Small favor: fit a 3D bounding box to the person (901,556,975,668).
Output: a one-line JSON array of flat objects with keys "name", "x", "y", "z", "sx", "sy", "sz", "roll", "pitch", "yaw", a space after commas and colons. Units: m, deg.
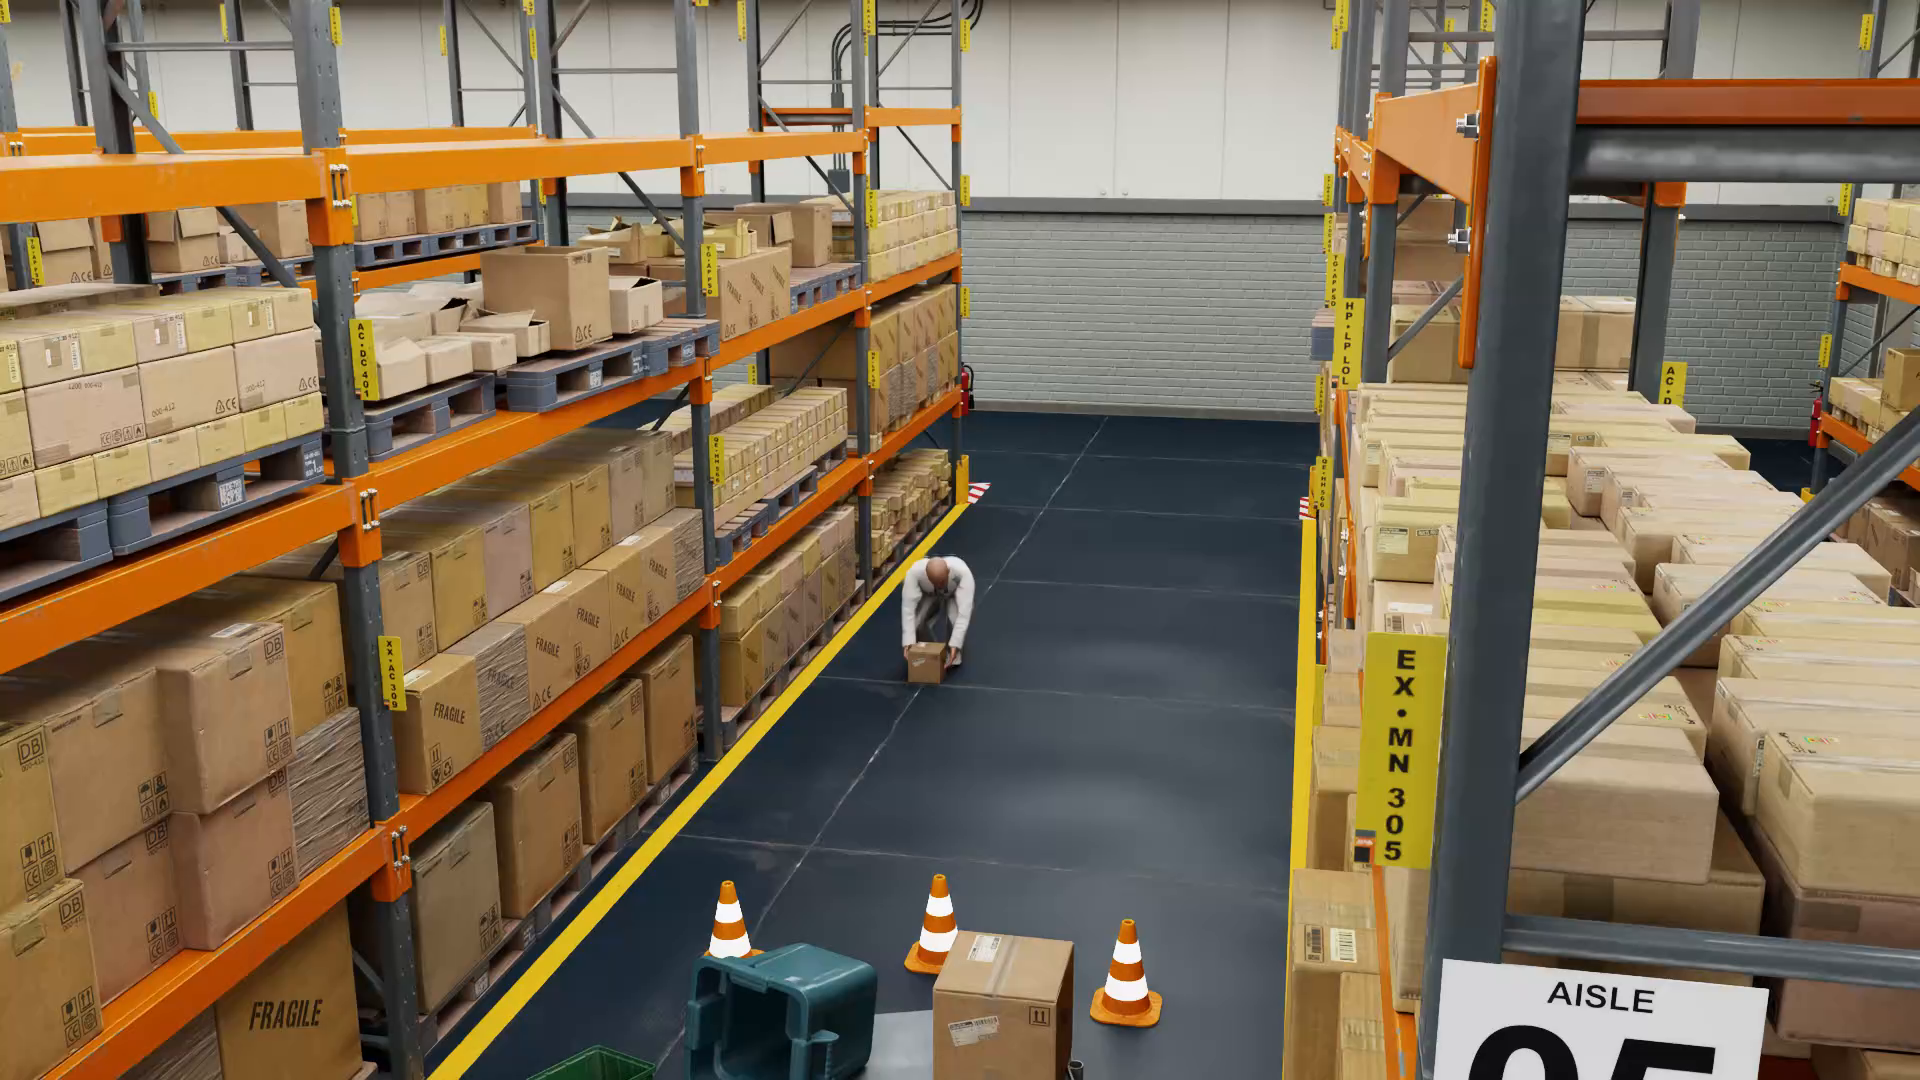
[{"name": "person", "x": -0.161, "y": 0.519, "z": 13.159, "sx": 0.610, "sy": 0.965, "sz": 0.898, "roll": 3, "pitch": 15, "yaw": 12}]
